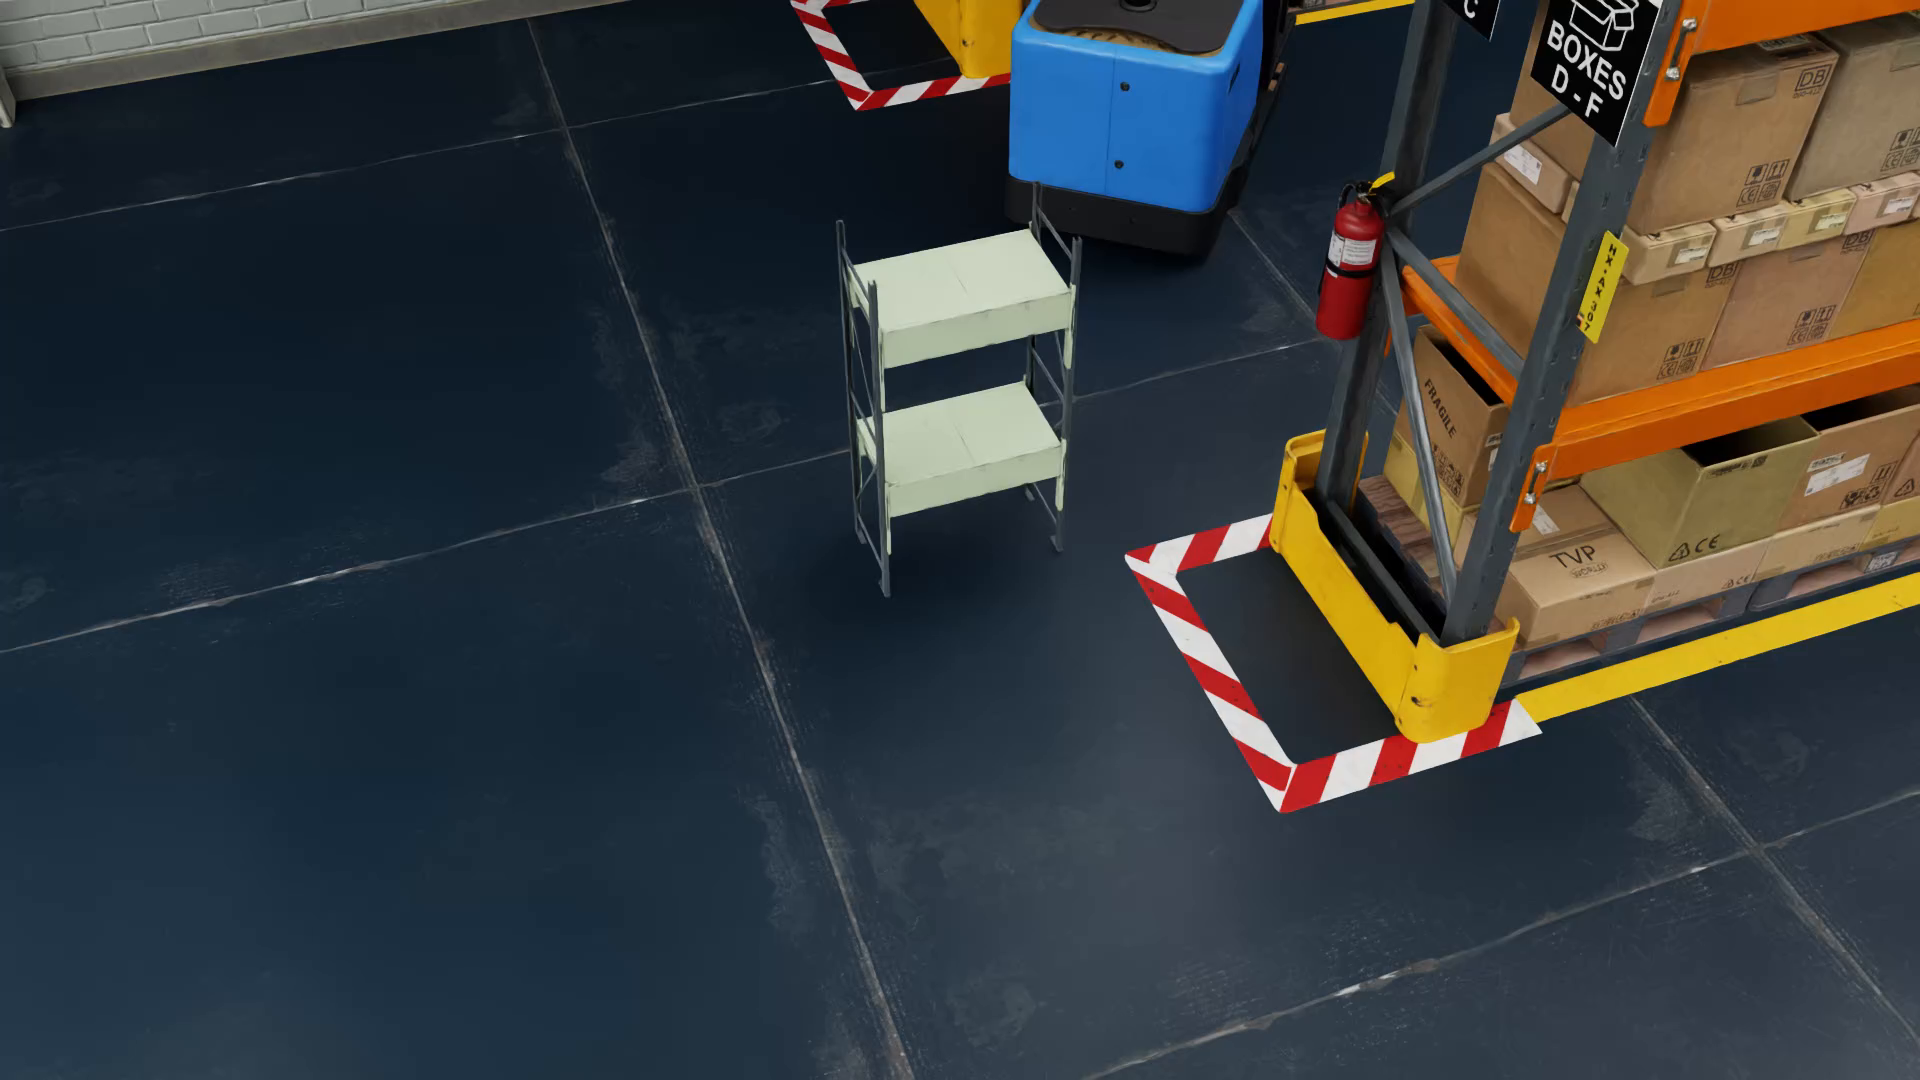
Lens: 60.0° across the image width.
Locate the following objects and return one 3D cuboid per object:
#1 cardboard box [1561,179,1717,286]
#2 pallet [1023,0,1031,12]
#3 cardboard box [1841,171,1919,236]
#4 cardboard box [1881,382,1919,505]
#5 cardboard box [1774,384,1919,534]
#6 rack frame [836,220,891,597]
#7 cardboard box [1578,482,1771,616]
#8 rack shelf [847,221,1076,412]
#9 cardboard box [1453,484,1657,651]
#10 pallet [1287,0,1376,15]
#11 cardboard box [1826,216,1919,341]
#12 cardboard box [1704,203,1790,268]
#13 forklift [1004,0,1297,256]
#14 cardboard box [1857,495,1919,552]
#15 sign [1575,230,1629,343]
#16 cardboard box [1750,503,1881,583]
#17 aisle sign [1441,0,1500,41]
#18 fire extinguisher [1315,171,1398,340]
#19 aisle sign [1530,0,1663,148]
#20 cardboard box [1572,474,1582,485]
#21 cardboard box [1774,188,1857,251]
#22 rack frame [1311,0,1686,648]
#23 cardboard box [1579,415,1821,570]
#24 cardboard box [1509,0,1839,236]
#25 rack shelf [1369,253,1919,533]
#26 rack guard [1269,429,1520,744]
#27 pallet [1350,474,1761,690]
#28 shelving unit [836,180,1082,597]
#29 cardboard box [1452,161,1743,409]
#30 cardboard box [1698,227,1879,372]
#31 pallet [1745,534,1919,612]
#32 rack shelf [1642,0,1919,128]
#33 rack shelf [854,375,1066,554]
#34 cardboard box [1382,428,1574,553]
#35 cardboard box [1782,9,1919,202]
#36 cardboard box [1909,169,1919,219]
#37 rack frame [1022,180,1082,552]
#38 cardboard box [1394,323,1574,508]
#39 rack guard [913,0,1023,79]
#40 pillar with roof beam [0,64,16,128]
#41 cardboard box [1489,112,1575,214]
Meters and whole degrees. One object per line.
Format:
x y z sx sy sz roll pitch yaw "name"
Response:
2.061 -0.961 5.061 0.250 0.149 0.380 -15 47 -14 "cardboard box"
0.781 -3.251 9.841 1.213 0.211 1.003 -14 47 -14 "pallet"
2.781 -1.144 5.244 0.250 0.149 0.380 -15 47 -14 "cardboard box"
3.610 -0.528 6.274 0.500 0.500 0.500 -14 47 -14 "cardboard box"
3.134 -0.419 6.165 0.500 0.500 0.500 -14 47 -14 "cardboard box"
-0.351 -0.440 6.129 0.023 1.500 0.400 -14 47 -14 "rack frame"
2.667 -0.027 6.304 0.500 0.250 0.500 -14 47 -14 "cardboard box"
-0.006 -0.803 5.941 0.720 0.370 0.431 -14 47 -14 "rack shelf"
2.198 0.096 6.181 0.500 0.250 0.500 -14 47 -14 "cardboard box"
1.926 -3.541 10.131 1.213 0.211 1.003 -14 47 -14 "pallet"
3.023 -1.130 5.688 0.500 0.500 0.700 -14 47 -14 "cardboard box"
2.308 -1.026 5.126 0.250 0.149 0.380 -15 47 -15 "cardboard box"
1.180 -3.466 8.135 1.130 2.935 3.031 14 47 13 "forklift"
3.610 -0.264 6.540 0.500 0.250 0.500 -14 47 -14 "cardboard box"
1.801 -0.708 4.671 0.005 0.325 0.100 -14 47 -14 "sign"
3.138 -0.147 6.423 0.500 0.250 0.500 -14 47 -14 "cardboard box"
1.457 -1.843 4.634 0.004 0.787 0.394 -14 47 -14 "aisle sign"
1.349 -0.999 5.683 0.183 0.674 0.296 -14 47 -14 "fire extinguisher"
1.661 -1.443 4.235 0.004 0.787 0.394 -14 47 -14 "aisle sign"
2.489 -0.377 6.653 0.500 0.250 0.500 -14 47 -14 "cardboard box"
2.543 -1.085 5.185 0.250 0.149 0.380 -14 47 -14 "cardboard box"
1.618 -0.746 5.375 0.127 3.000 1.000 -14 47 -14 "rack frame"
2.668 -0.290 6.037 0.500 0.500 0.500 -14 47 -14 "cardboard box"
2.112 -1.355 4.997 0.500 0.500 0.700 -14 47 -14 "cardboard box"
3.500 -0.973 6.110 4.000 0.370 1.077 -14 47 -14 "rack shelf"
1.596 0.143 6.255 0.348 0.500 1.175 -14 47 -14 "rack guard"
2.323 0.027 6.574 1.213 0.211 1.003 -14 47 -14 "pallet"
-0.006 -0.528 6.217 0.755 1.500 0.431 -14 47 -14 "shelving unit"
2.062 -0.885 5.443 0.500 0.500 0.700 -14 47 -14 "cardboard box"
2.554 -1.014 5.572 0.500 0.500 0.700 -13 47 -13 "cardboard box"
3.469 -0.264 6.864 1.213 0.211 1.003 -14 47 -14 "pallet"
3.500 -2.032 5.047 4.000 0.370 1.077 -14 47 -14 "rack shelf"
-0.006 -0.298 6.448 0.720 0.370 0.431 -14 47 -14 "rack shelf"
2.022 -0.249 6.525 0.500 0.250 0.500 -14 47 -14 "cardboard box"
2.604 -1.485 5.126 0.500 0.500 0.700 -15 47 -15 "cardboard box"
3.031 -1.210 5.310 0.250 0.149 0.380 -16 47 -15 "cardboard box"
0.338 -0.616 6.305 0.023 1.500 0.400 -14 47 -14 "rack frame"
2.022 -0.515 6.261 0.500 0.500 0.500 -14 47 -14 "cardboard box"
0.004 -3.181 9.567 0.348 0.500 1.175 -14 47 -14 "rack guard"
-3.884 -2.596 2.984 0.400 9.000 9.100 -14 47 -14 "pillar with roof beam"
1.913 -1.229 5.328 0.250 0.149 0.380 -15 47 -15 "cardboard box"
